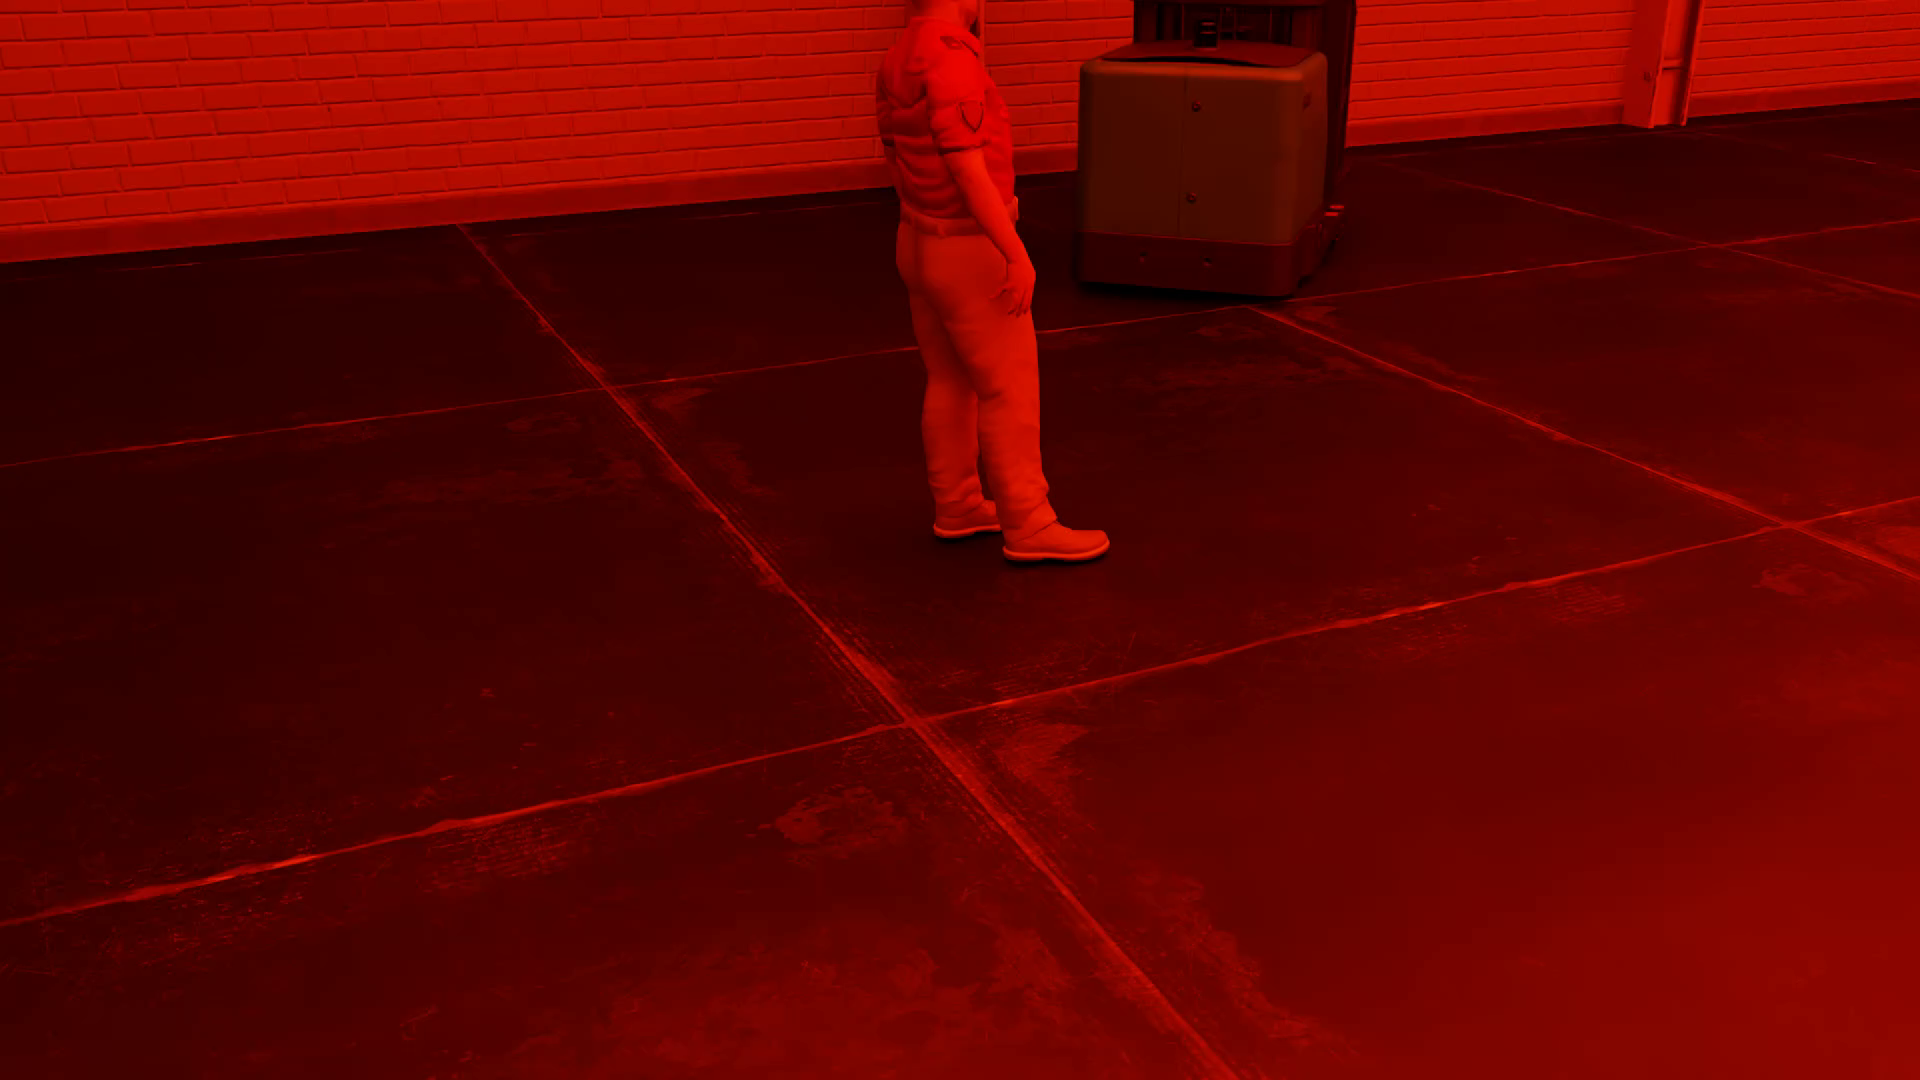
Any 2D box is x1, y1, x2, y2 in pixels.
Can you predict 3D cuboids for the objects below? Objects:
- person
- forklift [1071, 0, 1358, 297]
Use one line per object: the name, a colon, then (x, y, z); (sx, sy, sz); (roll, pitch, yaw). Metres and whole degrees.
person: (0.086, -0.816, 4.798); (0.550, 1.727, 0.641); (-10, 25, -23)
forklift: (1.502, -3.001, 8.510); (1.130, 2.935, 3.031); (8, 24, 18)
